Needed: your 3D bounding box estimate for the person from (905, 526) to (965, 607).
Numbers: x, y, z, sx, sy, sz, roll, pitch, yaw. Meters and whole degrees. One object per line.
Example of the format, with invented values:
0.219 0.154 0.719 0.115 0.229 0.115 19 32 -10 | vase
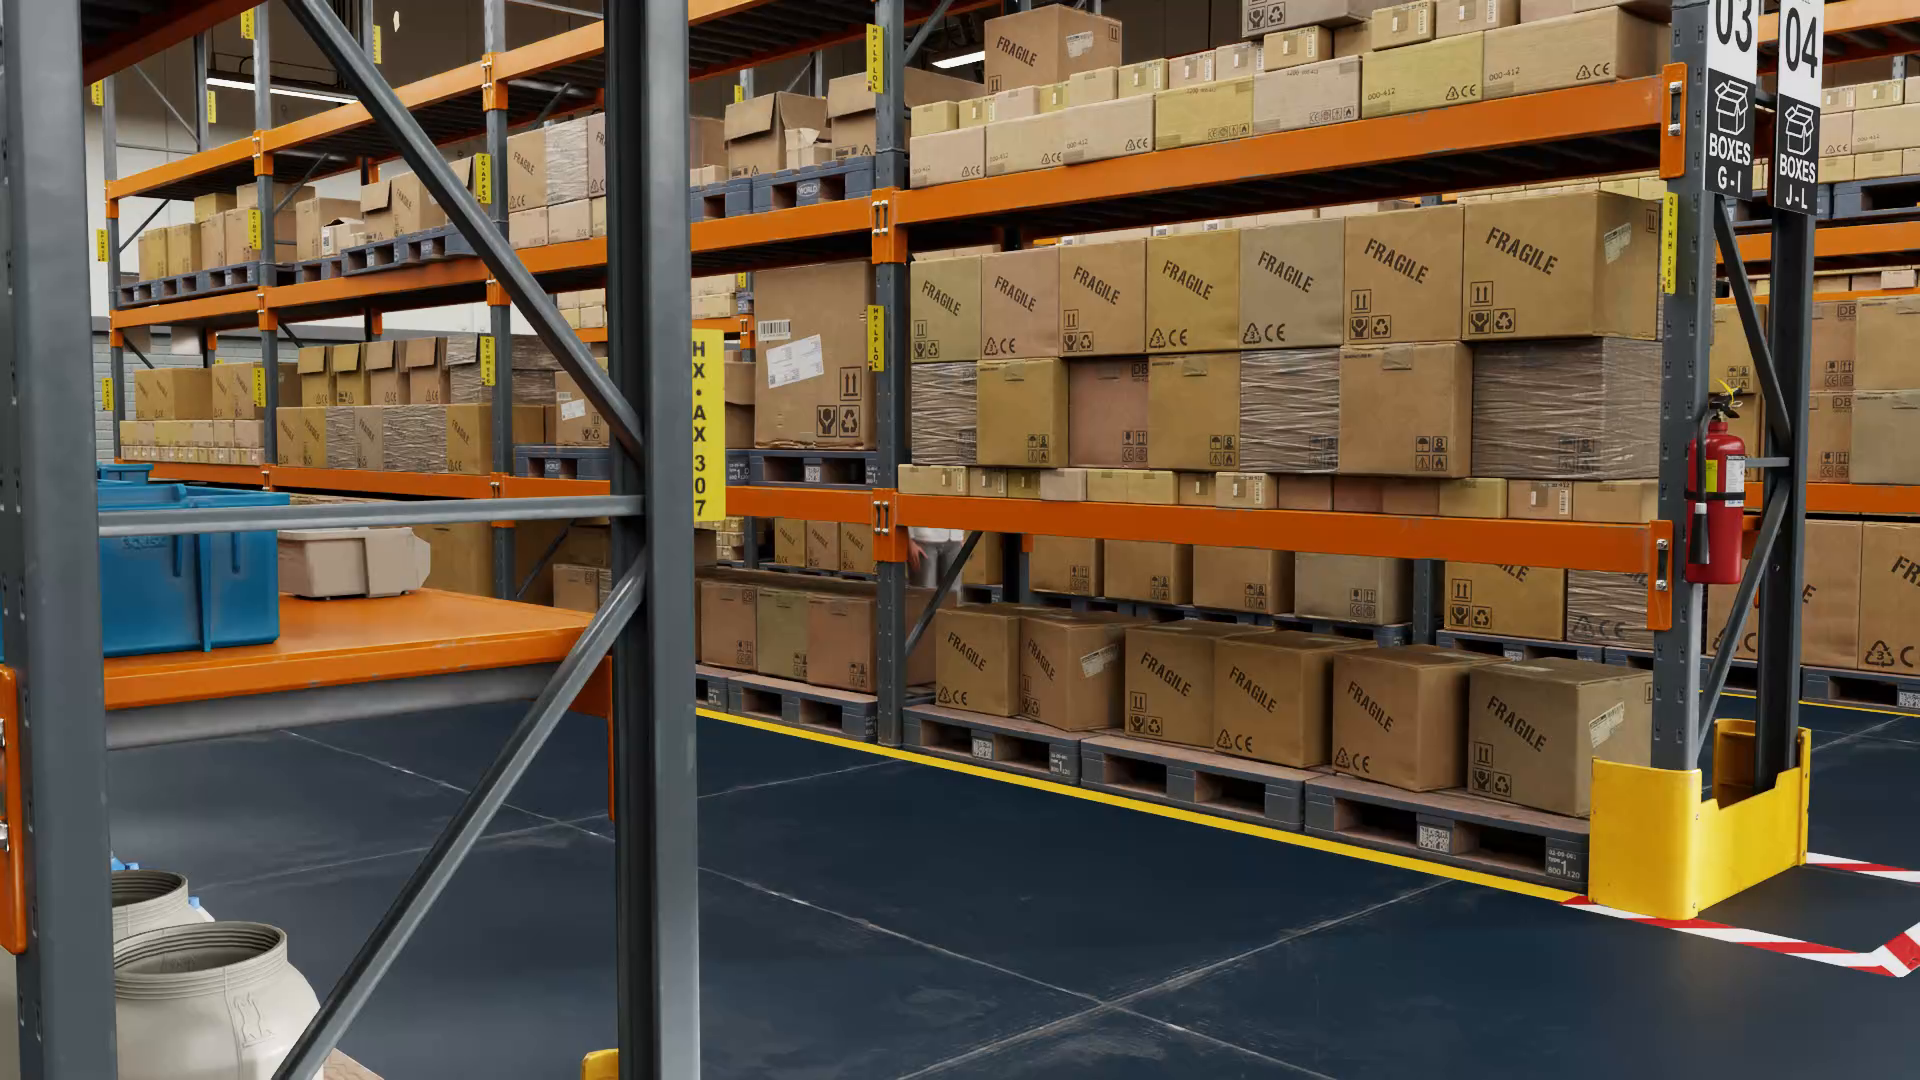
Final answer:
-0.169 0.007 10.984 0.530 1.769 0.358 -4 5 -42 | person
